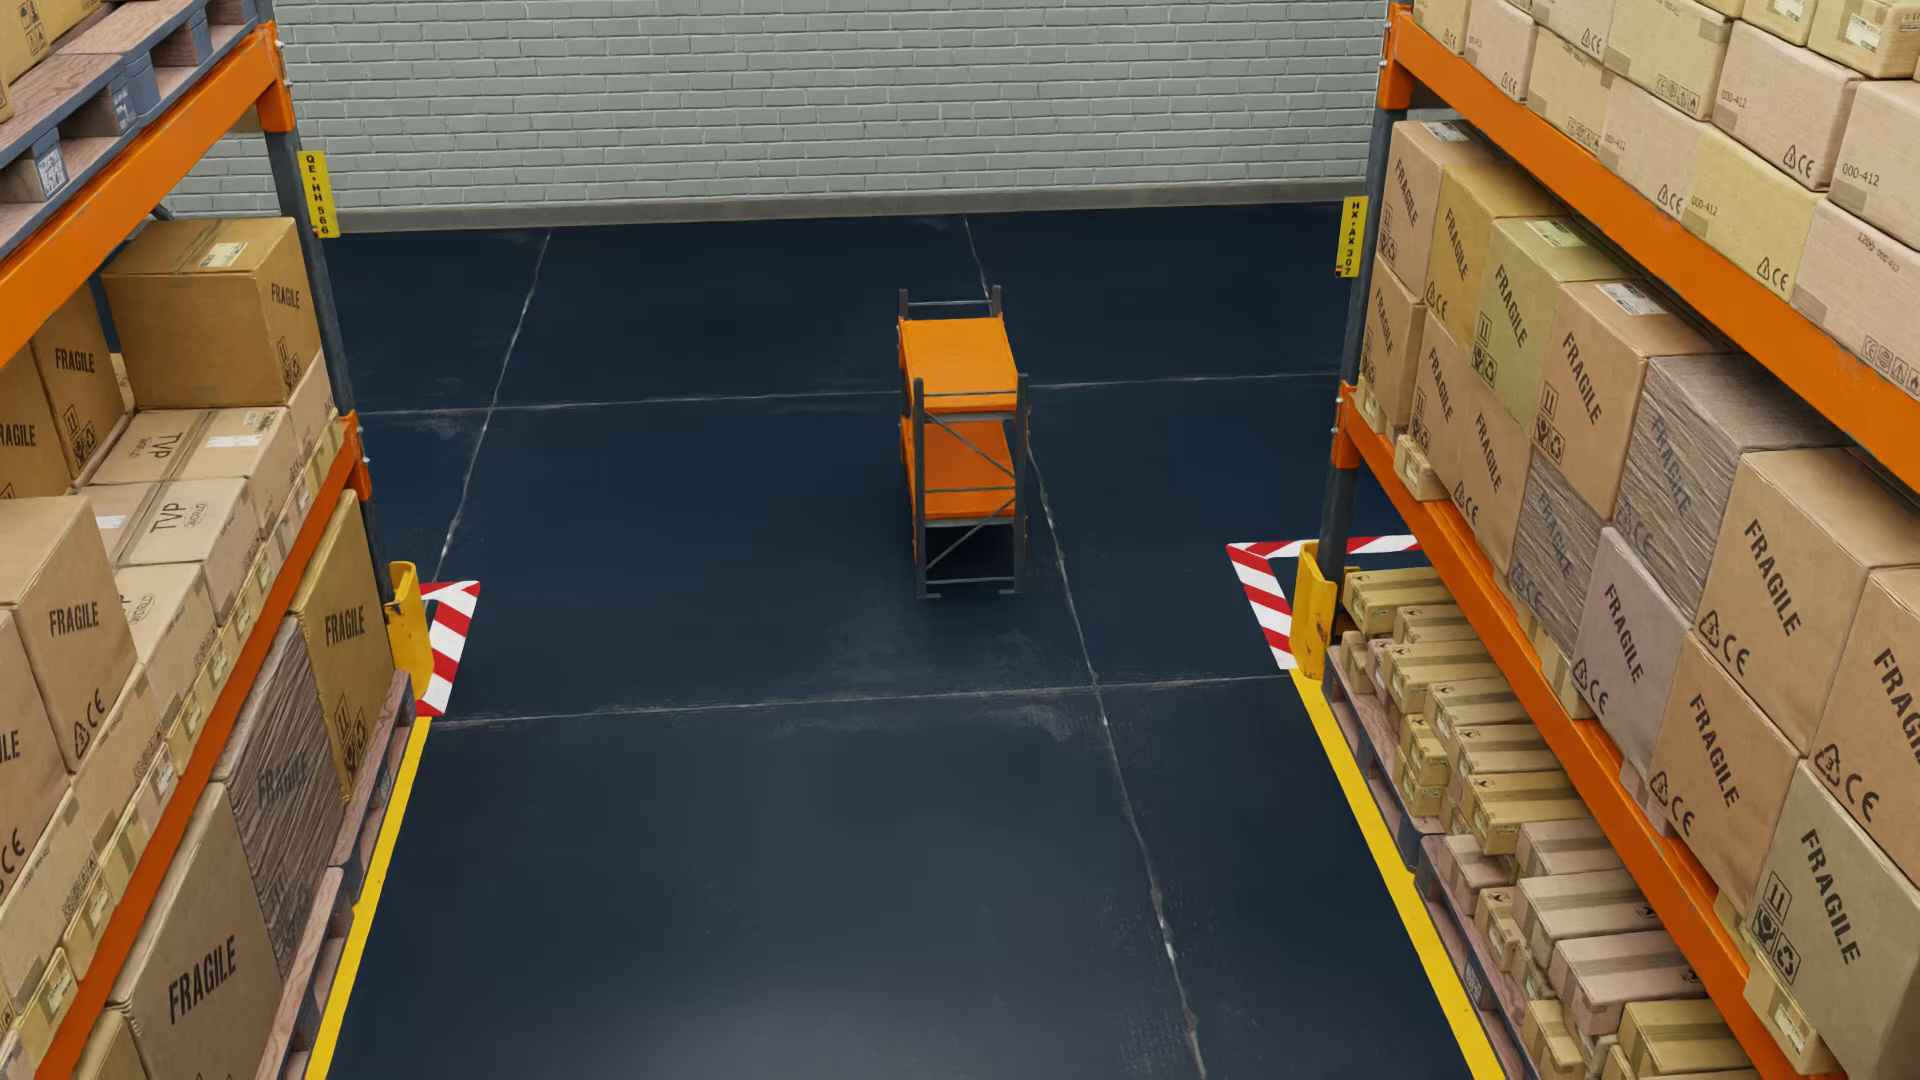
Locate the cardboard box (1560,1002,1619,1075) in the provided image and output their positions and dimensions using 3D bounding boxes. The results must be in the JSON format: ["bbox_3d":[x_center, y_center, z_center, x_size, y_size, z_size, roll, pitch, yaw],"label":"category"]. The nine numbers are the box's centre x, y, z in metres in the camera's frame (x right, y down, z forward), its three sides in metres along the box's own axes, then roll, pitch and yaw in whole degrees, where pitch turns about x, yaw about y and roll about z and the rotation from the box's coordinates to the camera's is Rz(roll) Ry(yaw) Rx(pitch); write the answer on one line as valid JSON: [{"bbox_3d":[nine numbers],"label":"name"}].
[{"bbox_3d":[2.039,1.449,4.980,0.380,0.149,0.250,-2,31,-3],"label":"cardboard box"}]

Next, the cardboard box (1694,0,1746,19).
[{"bbox_3d":[1.943,-1.330,3.896,0.380,0.149,0.250,-3,31,-5],"label":"cardboard box"}]

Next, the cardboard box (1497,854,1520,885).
[{"bbox_3d":[2.037,1.034,5.674,0.380,0.149,0.250,-1,31,-2],"label":"cardboard box"}]

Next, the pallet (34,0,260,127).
[{"bbox_3d":[-2.807,-1.514,5.021,1.003,0.211,1.213,-3,31,-5],"label":"pallet"}]

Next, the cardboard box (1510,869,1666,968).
[{"bbox_3d":[1.947,1.170,5.156,0.380,0.149,0.250,-4,31,-6],"label":"cardboard box"}]

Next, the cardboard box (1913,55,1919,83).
[{"bbox_3d":[2.127,-0.939,3.242,0.380,0.149,0.250,-2,31,-3],"label":"cardboard box"}]

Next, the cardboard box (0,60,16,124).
[{"bbox_3d":[-2.599,-1.099,3.636,0.700,0.500,0.500,-1,31,-2],"label":"cardboard box"}]

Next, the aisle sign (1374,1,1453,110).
[{"bbox_3d":[1.755,-1.968,6.084,0.394,0.787,0.004,-3,31,-5],"label":"aisle sign"}]

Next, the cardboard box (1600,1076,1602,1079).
[{"bbox_3d":[2.125,1.665,4.909,0.380,0.149,0.250,-3,31,-6],"label":"cardboard box"}]

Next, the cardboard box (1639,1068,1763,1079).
[{"bbox_3d":[2.049,1.577,4.474,0.380,0.149,0.250,-3,31,-5],"label":"cardboard box"}]

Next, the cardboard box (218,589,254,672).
[{"bbox_3d":[-2.404,0.285,5.092,0.380,0.149,0.250,-3,31,-4],"label":"cardboard box"}]

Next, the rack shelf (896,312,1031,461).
[{"bbox_3d":[-0.001,-0.738,7.817,0.538,0.278,1.000,-3,31,-5],"label":"rack shelf"}]

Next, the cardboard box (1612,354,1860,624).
[{"bbox_3d":[2.034,-0.139,4.195,0.500,0.500,0.500,-2,31,-3],"label":"cardboard box"}]

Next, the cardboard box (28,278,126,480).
[{"bbox_3d":[-3.064,-0.514,5.311,0.500,0.500,0.500,-3,31,-6],"label":"cardboard box"}]

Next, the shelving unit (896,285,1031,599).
[{"bbox_3d":[-0.001,-0.486,7.967,0.538,1.125,1.048,-3,31,-5],"label":"shelving unit"}]

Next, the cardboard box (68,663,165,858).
[{"bbox_3d":[-2.392,0.566,4.234,0.500,0.250,0.500,-2,31,-3],"label":"cardboard box"}]

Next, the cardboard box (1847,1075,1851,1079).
[{"bbox_3d":[2.175,1.187,3.583,0.380,0.149,0.250,-3,31,-5],"label":"cardboard box"}]

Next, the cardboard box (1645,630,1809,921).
[{"bbox_3d":[2.061,0.544,4.026,0.500,0.500,0.500,-4,31,-6],"label":"cardboard box"}]

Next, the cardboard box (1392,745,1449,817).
[{"bbox_3d":[1.842,0.890,6.206,0.380,0.149,0.250,-2,31,-4],"label":"cardboard box"}]

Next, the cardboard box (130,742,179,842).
[{"bbox_3d":[-2.331,0.679,4.433,0.380,0.149,0.250,-2,31,-4],"label":"cardboard box"}]

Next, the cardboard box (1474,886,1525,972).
[{"bbox_3d":[1.949,1.287,5.541,0.380,0.149,0.250,-3,31,-5],"label":"cardboard box"}]

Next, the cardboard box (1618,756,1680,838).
[{"bbox_3d":[2.022,0.651,4.480,0.380,0.149,0.250,-4,31,-7],"label":"cardboard box"}]

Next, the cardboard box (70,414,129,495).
[{"bbox_3d":[-3.056,-0.183,5.487,0.500,0.250,0.500,-3,31,-5],"label":"cardboard box"}]

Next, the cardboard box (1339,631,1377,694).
[{"bbox_3d":[1.791,0.498,6.862,0.380,0.149,0.250,-2,31,-4],"label":"cardboard box"}]

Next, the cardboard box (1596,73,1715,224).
[{"bbox_3d":[1.992,-1.015,4.245,0.500,0.250,0.500,-3,31,-5],"label":"cardboard box"}]

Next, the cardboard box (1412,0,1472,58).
[{"bbox_3d":[1.848,-1.810,5.577,0.500,0.250,0.500,-2,31,-3],"label":"cardboard box"}]

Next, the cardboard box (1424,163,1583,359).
[{"bbox_3d":[1.892,-0.929,5.518,0.500,0.500,0.500,-2,31,-3],"label":"cardboard box"}]

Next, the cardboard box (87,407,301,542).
[{"bbox_3d":[-2.531,-0.212,5.536,0.500,0.250,0.500,-3,31,-5],"label":"cardboard box"}]

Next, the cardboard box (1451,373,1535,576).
[{"bbox_3d":[1.936,-0.234,5.329,0.500,0.500,0.500,-2,31,-4],"label":"cardboard box"}]

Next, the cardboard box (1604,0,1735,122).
[{"bbox_3d":[1.977,-1.247,4.146,0.500,0.250,0.500,-4,31,-6],"label":"cardboard box"}]

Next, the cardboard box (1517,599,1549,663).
[{"bbox_3d":[1.961,0.254,5.144,0.380,0.149,0.250,-2,31,-3],"label":"cardboard box"}]

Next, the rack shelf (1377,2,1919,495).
[{"bbox_3d":[2.248,-0.786,4.418,1.077,0.370,4.000,-3,31,-5],"label":"rack shelf"}]

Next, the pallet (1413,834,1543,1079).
[{"bbox_3d":[2.220,1.445,5.624,1.003,0.211,1.213,-3,31,-5],"label":"pallet"}]

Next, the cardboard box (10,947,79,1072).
[{"bbox_3d":[-2.259,1.072,3.775,0.380,0.149,0.250,-2,31,-3],"label":"cardboard box"}]

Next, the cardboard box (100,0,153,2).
[{"bbox_3d":[-2.785,-1.934,5.032,0.700,0.500,0.500,-5,31,-8],"label":"cardboard box"}]

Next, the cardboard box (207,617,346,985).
[{"bbox_3d":[-2.662,0.877,5.519,0.875,0.875,0.875,-3,31,-5],"label":"cardboard box"}]

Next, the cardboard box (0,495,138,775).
[{"bbox_3d":[-2.395,0.240,4.047,0.500,0.500,0.500,-4,31,-6],"label":"cardboard box"}]

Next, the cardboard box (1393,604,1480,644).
[{"bbox_3d":[1.917,0.378,6.482,0.380,0.149,0.250,-2,31,-4],"label":"cardboard box"}]

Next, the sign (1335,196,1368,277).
[{"bbox_3d":[1.521,-1.174,6.446,0.100,0.325,0.005,-3,31,-5],"label":"sign"}]

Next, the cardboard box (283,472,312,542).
[{"bbox_3d":[-2.477,-0.107,5.749,0.380,0.149,0.250,-3,31,-4],"label":"cardboard box"}]

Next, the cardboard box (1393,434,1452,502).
[{"bbox_3d":[1.802,-0.272,6.025,0.380,0.149,0.250,-4,31,-6],"label":"cardboard box"}]

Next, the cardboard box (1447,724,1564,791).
[{"bbox_3d":[1.935,0.778,5.813,0.380,0.149,0.250,-2,31,-3],"label":"cardboard box"}]

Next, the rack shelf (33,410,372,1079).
[{"bbox_3d":[-2.700,0.687,4.875,1.077,0.370,4.000,-3,31,-5],"label":"rack shelf"}]
